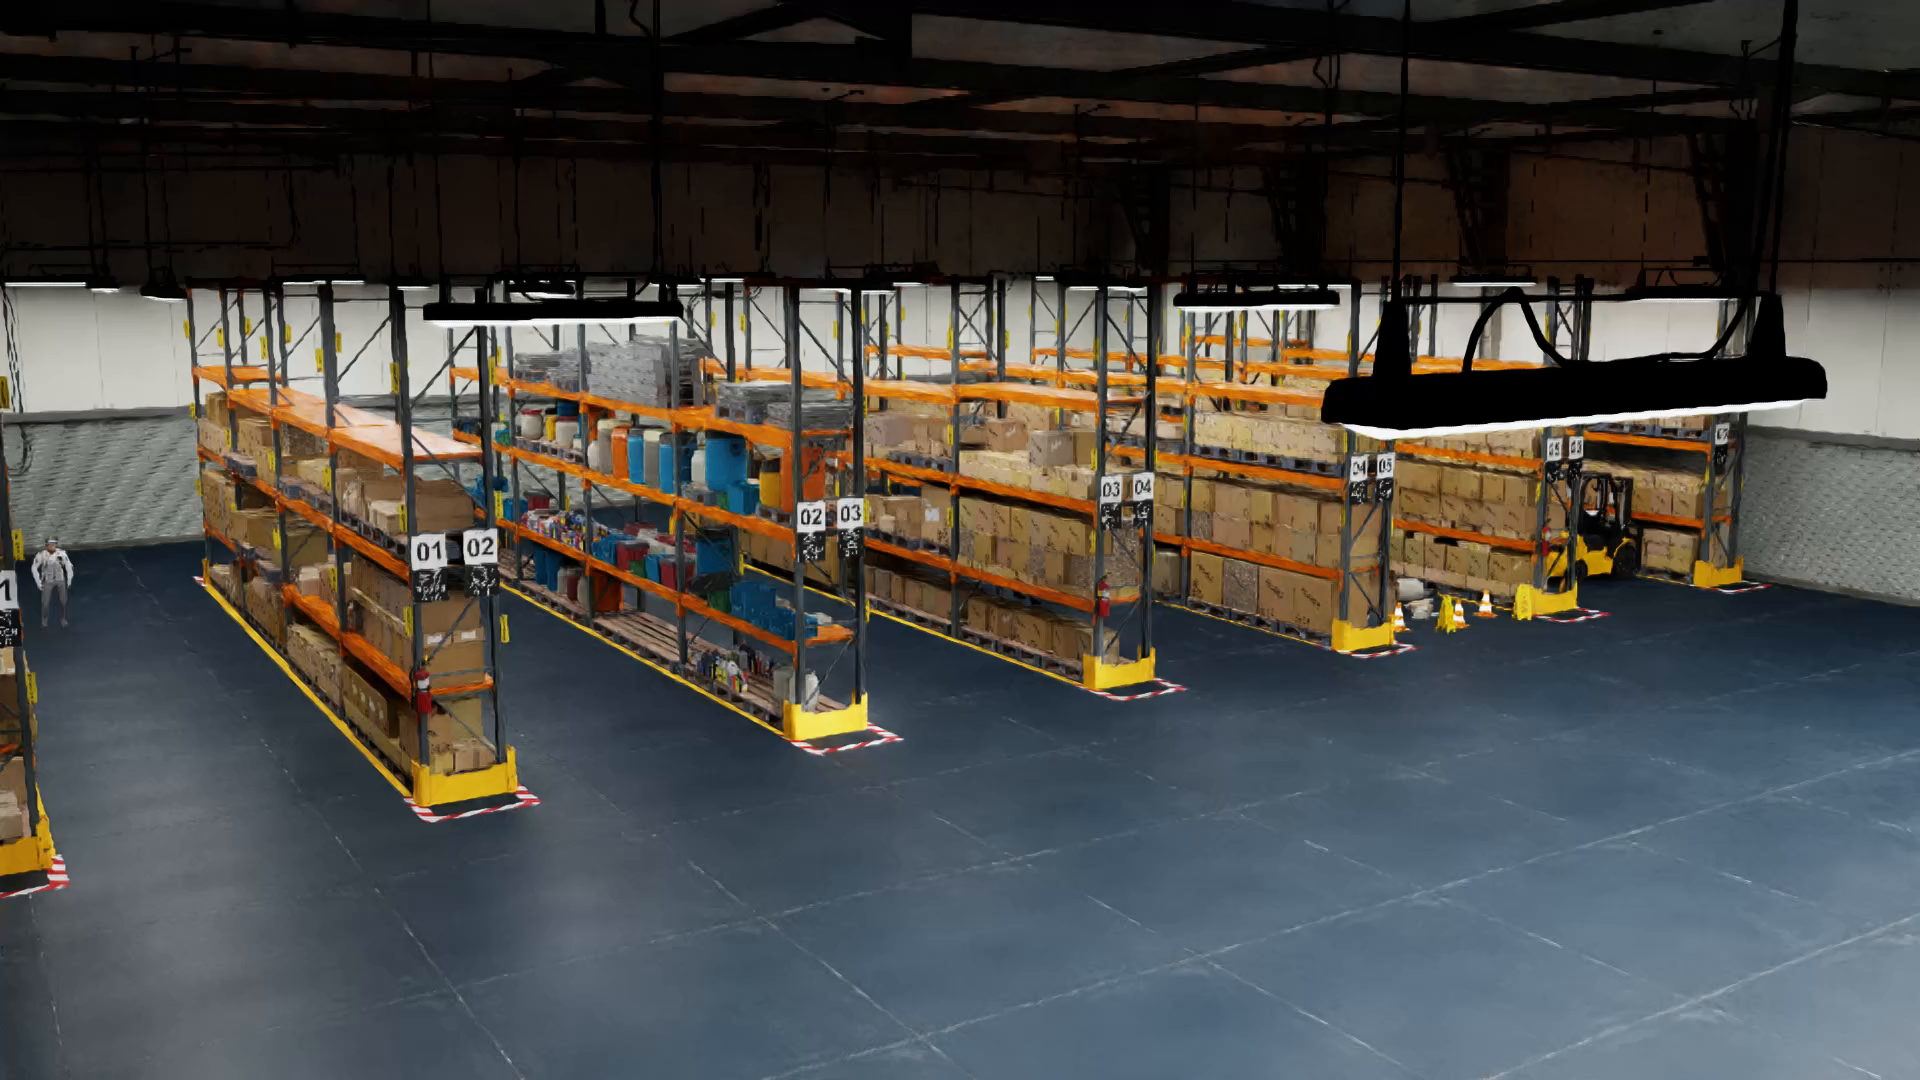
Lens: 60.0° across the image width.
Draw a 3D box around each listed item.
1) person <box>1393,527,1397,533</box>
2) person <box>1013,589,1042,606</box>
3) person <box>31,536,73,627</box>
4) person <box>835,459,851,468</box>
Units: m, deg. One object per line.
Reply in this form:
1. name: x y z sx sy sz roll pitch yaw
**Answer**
1. person: 9.975 -0.827 37.867 0.567 1.657 0.611 -2 10 -9
2. person: 1.239 0.297 29.554 0.549 1.664 1.020 -6 11 -33
3. person: -15.760 0.715 28.901 0.639 1.632 0.512 -7 12 -34
4. person: -2.963 -1.628 42.424 0.554 1.770 0.699 5 11 29
